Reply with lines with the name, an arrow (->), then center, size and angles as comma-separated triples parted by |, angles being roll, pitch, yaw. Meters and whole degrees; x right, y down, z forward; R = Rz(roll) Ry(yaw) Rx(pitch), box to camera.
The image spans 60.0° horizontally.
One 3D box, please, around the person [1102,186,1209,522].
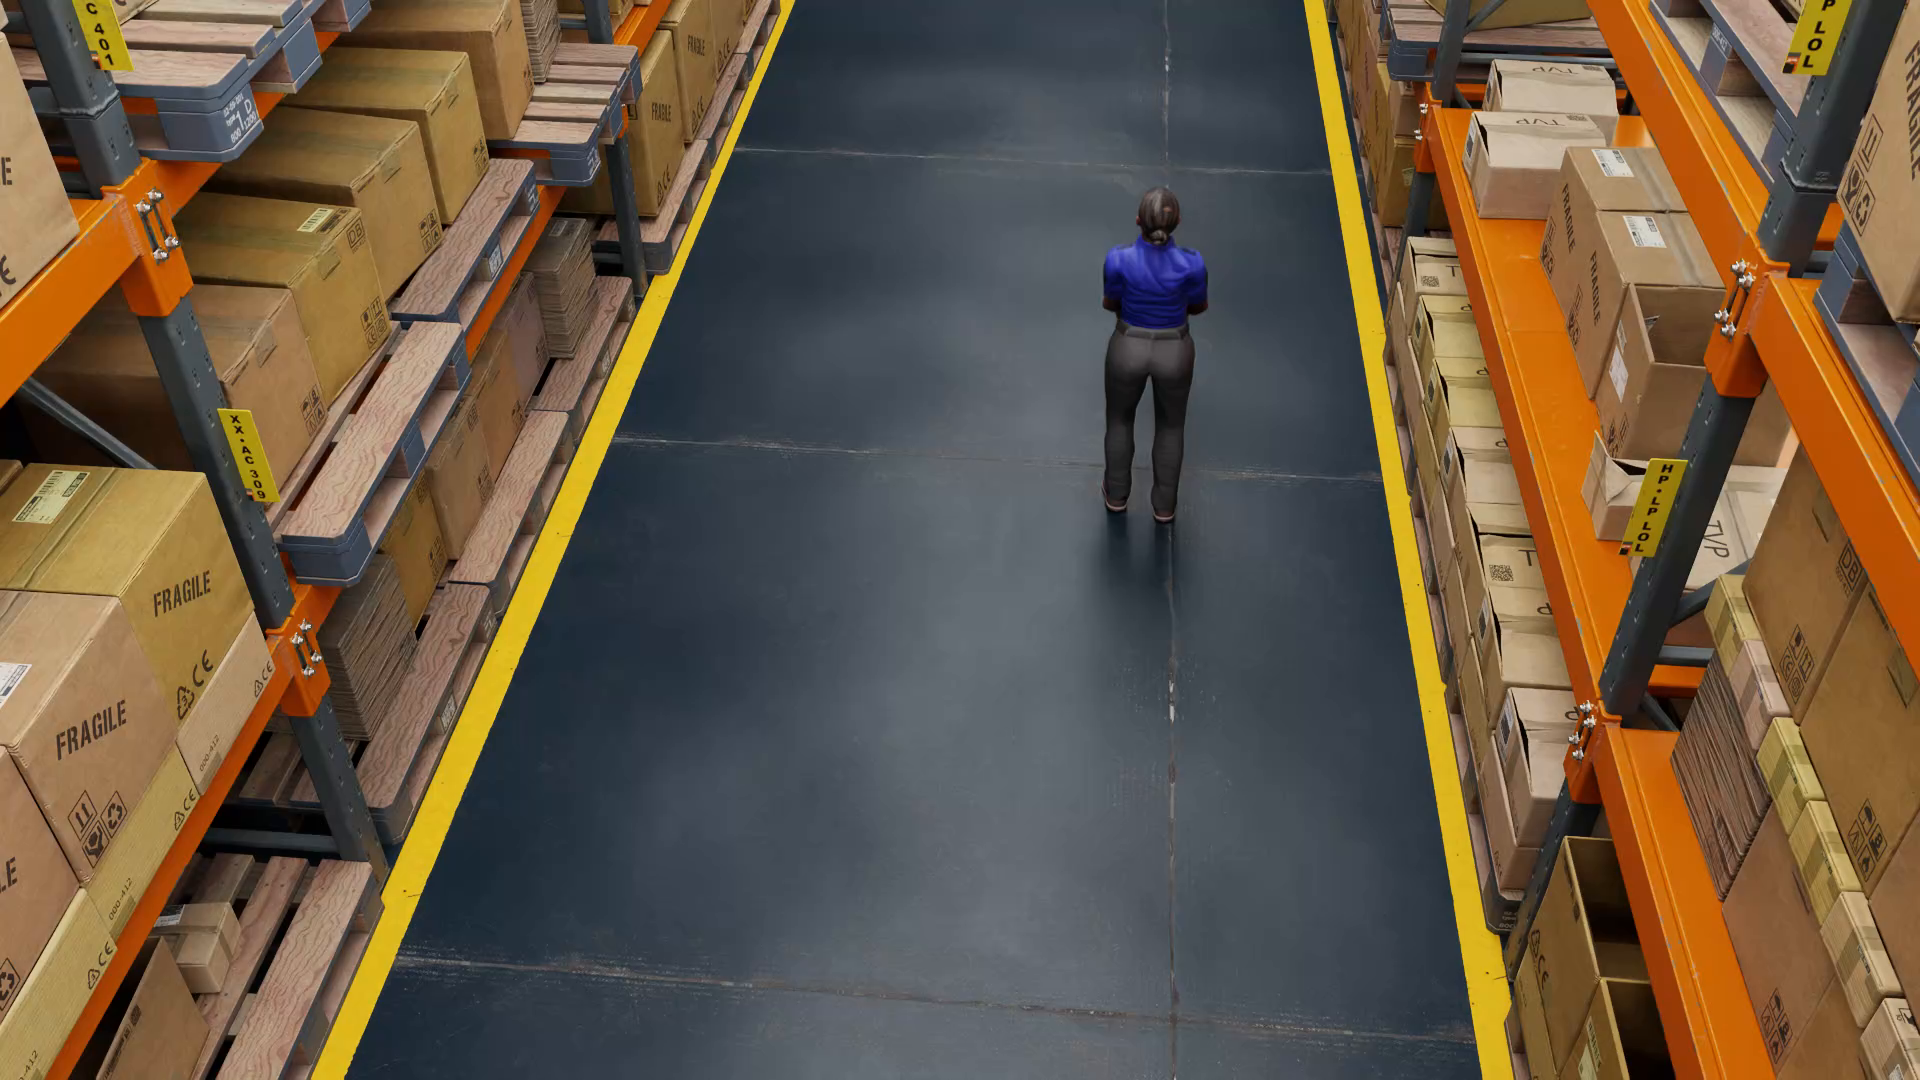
person -> 0.819, -0.831, 7.149 | 0.451, 1.650, 0.518 | 4, 40, 5
